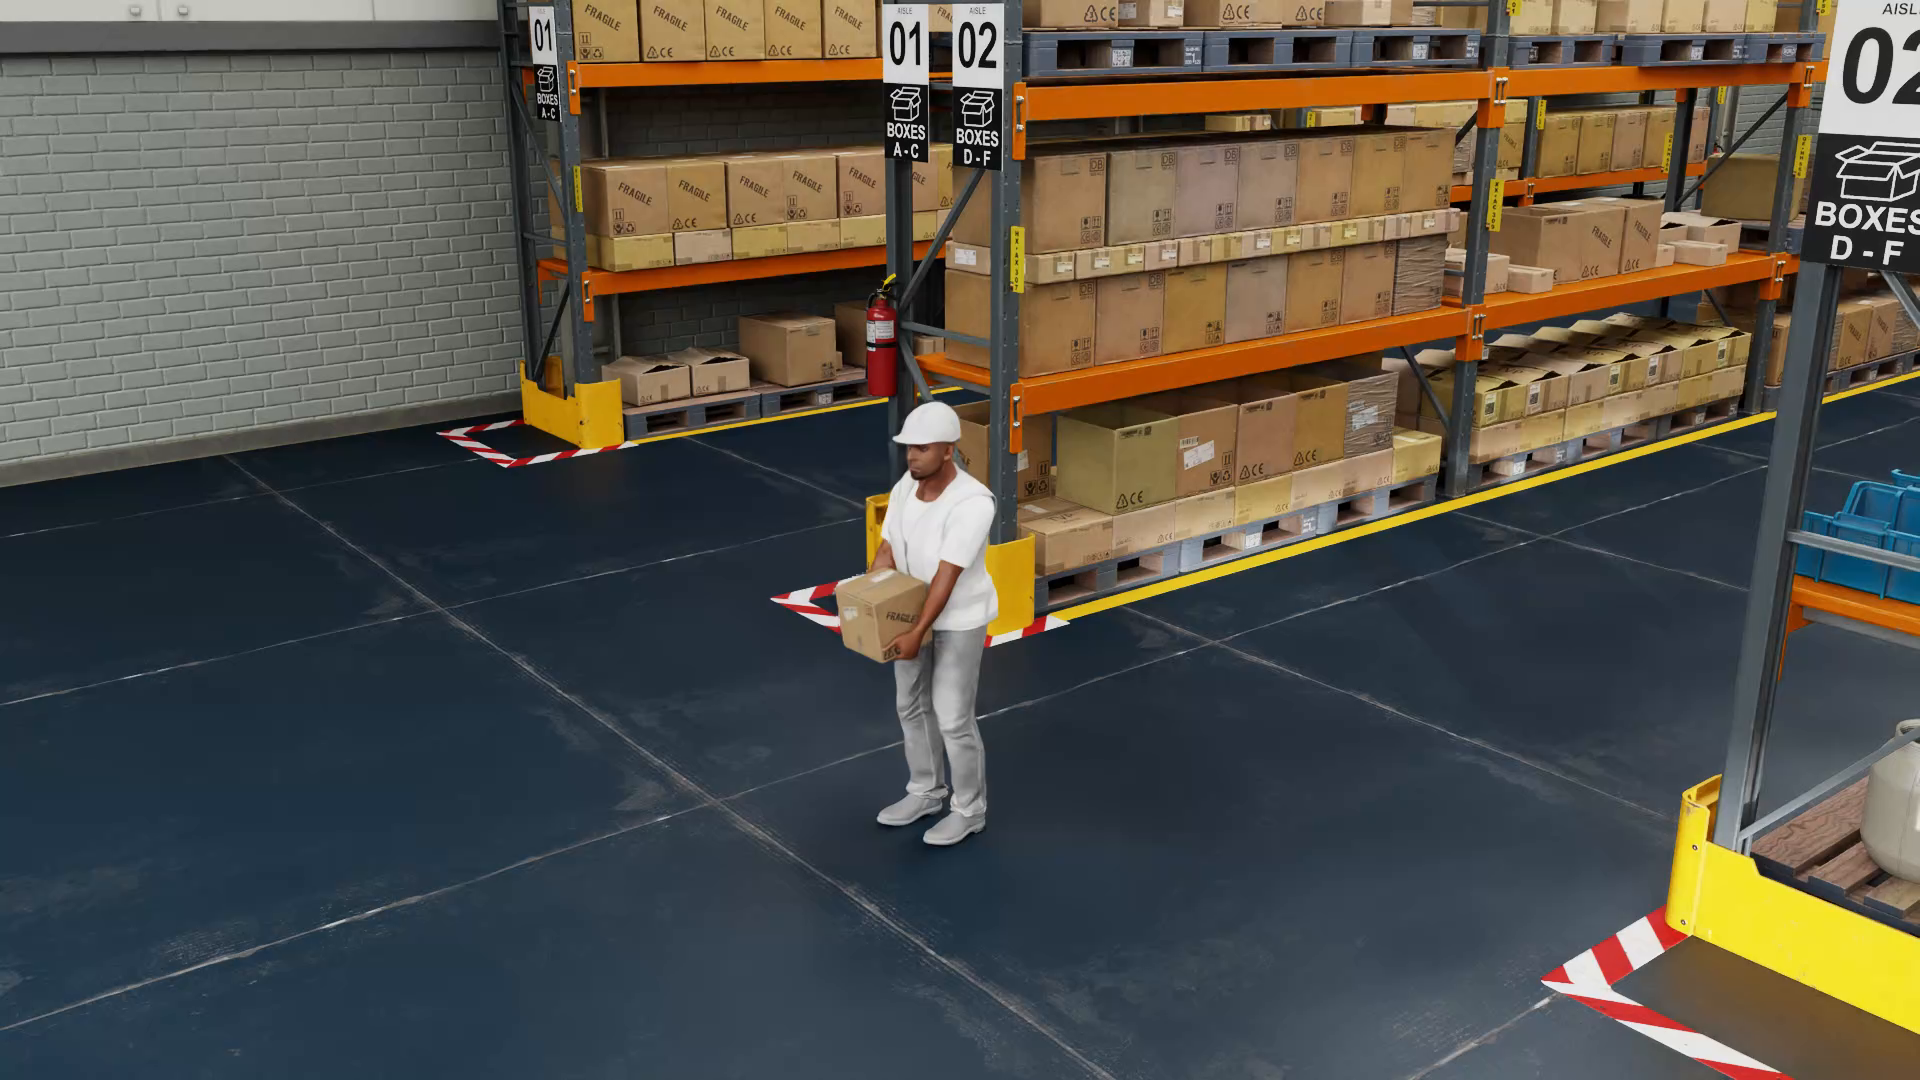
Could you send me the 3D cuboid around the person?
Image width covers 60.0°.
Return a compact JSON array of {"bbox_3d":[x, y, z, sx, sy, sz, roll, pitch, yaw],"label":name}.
[{"bbox_3d":[-0.140,0.333,6.472,0.581,1.758,0.504,-14,22,-37],"label":"person"}]
